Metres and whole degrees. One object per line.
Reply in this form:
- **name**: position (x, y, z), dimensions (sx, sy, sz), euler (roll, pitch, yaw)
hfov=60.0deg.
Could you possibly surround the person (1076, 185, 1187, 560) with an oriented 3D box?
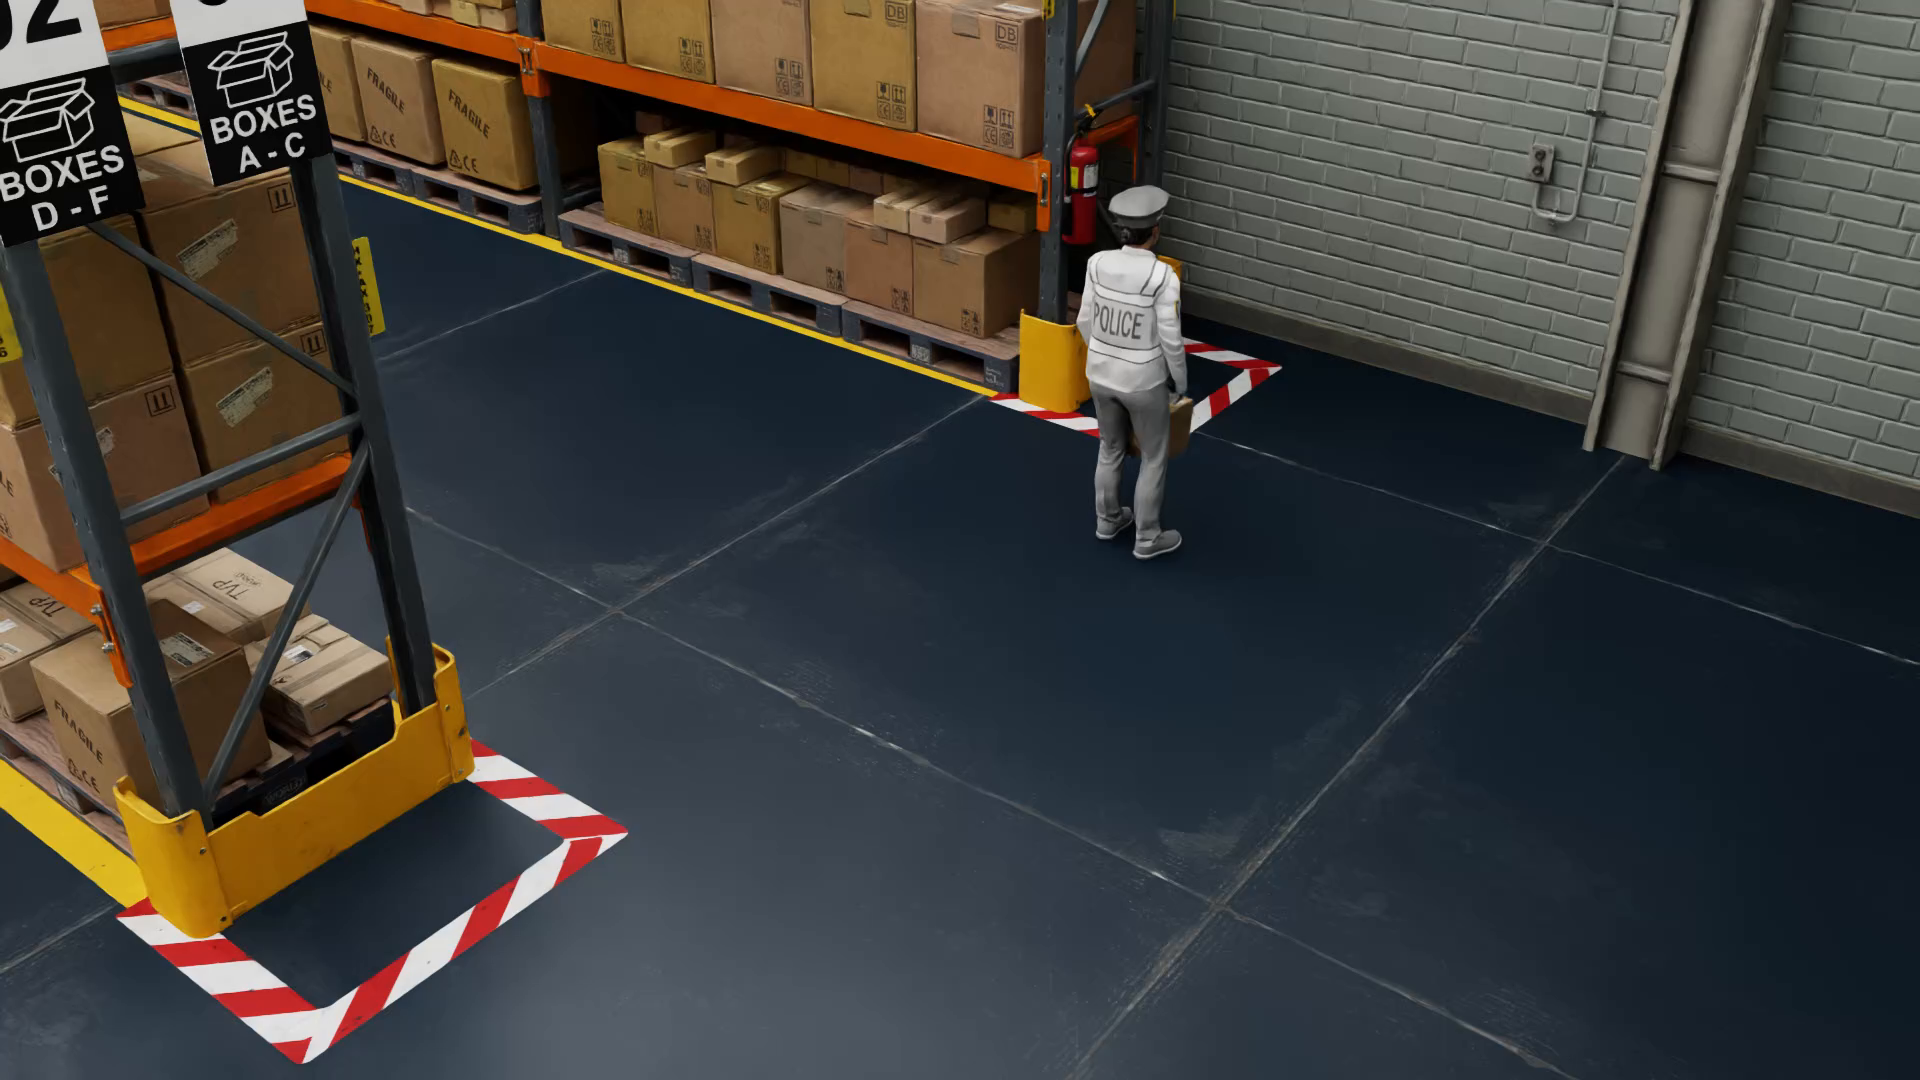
- **person**: position (0.762, -0.718, 7.312), dimensions (0.507, 1.673, 0.411), euler (20, 37, 30)
